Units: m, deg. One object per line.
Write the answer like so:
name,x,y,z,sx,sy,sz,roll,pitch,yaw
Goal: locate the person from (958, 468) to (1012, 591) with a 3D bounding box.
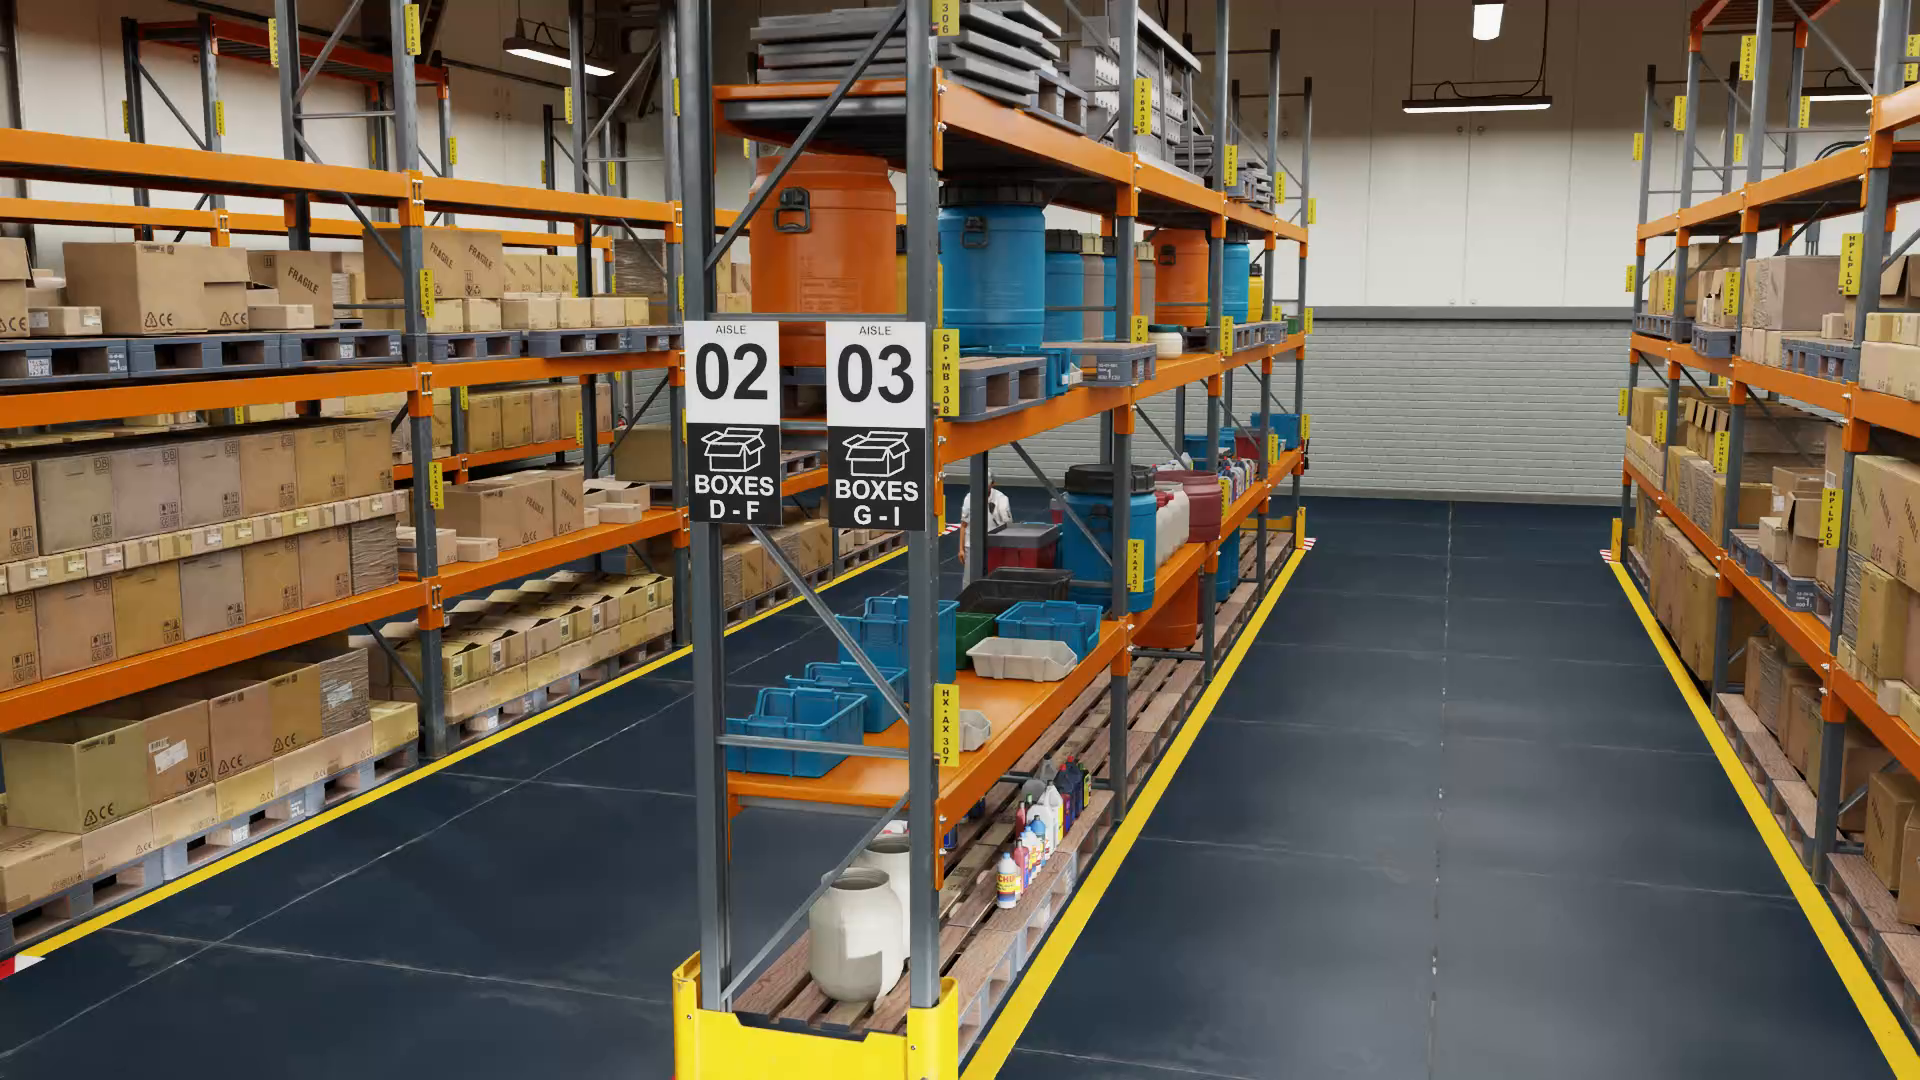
person,0.231,0.123,15.985,0.542,1.666,0.469,2,9,16
